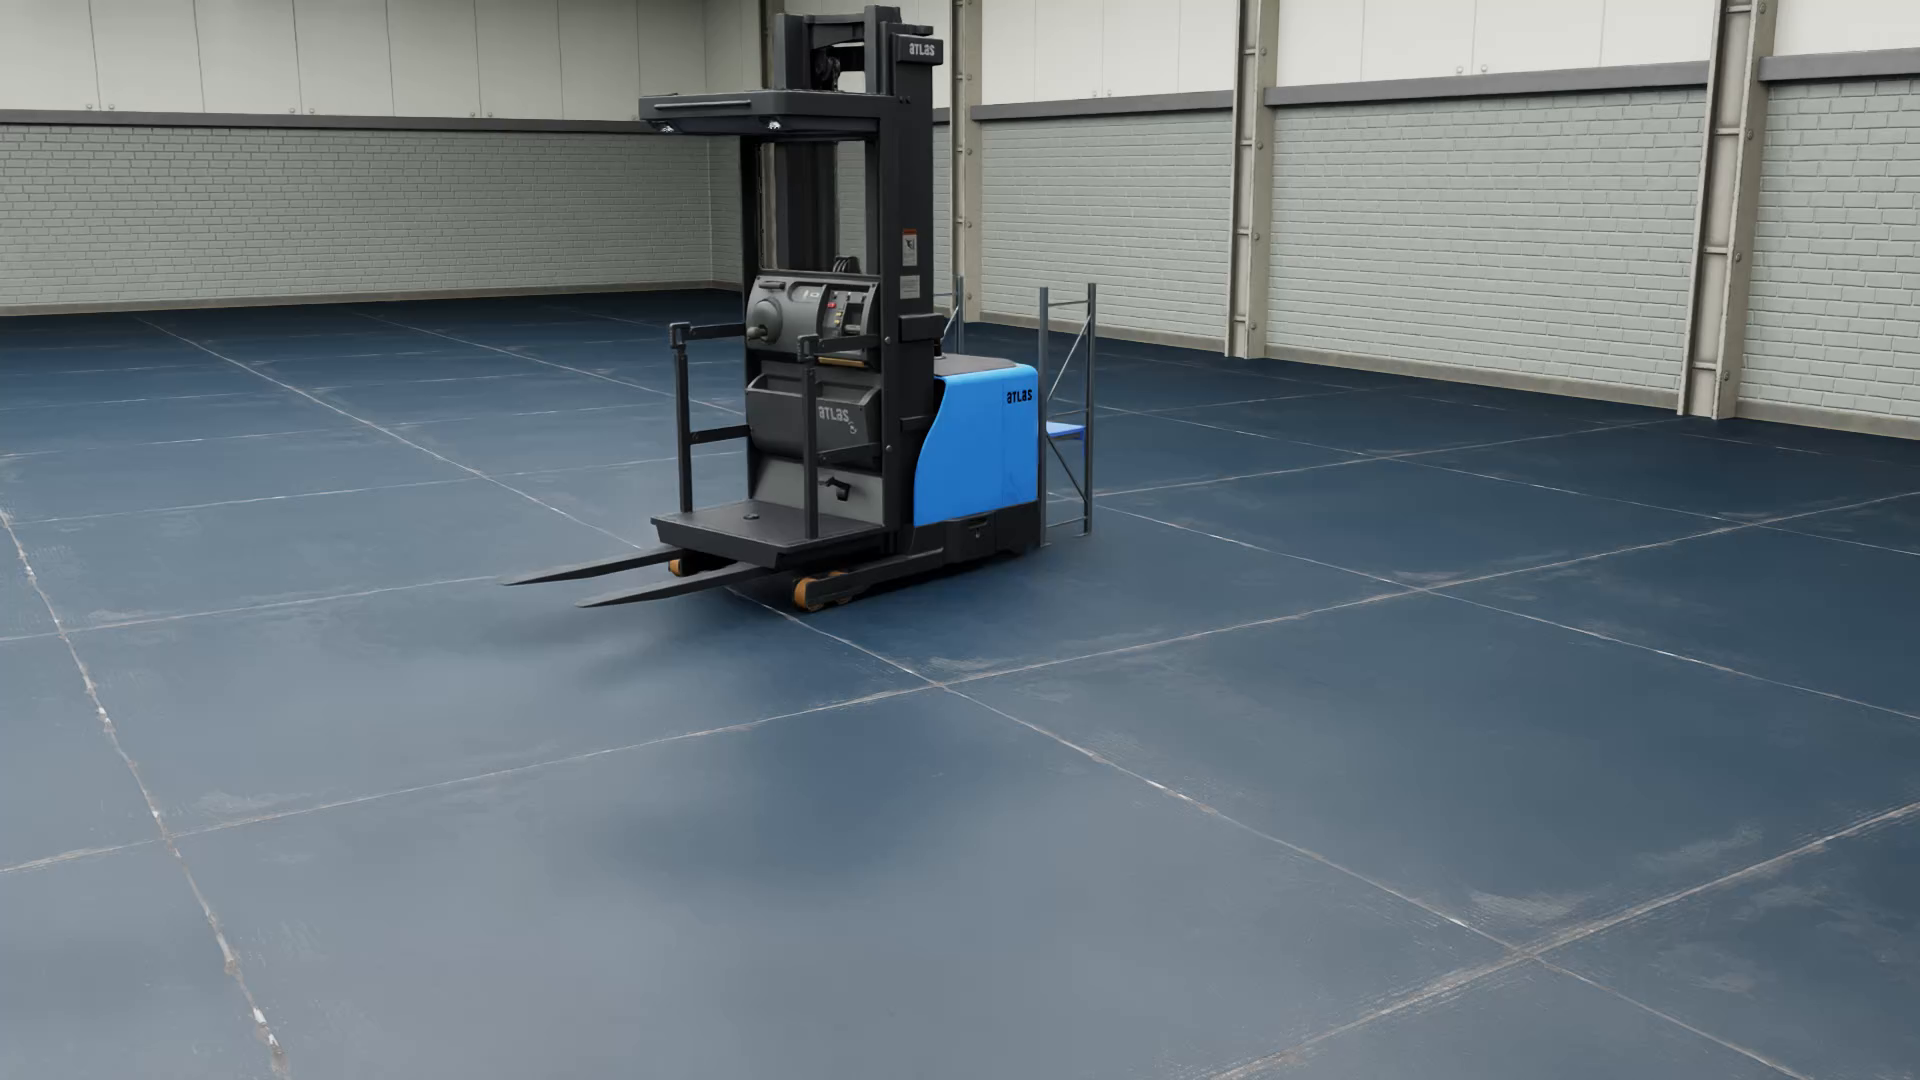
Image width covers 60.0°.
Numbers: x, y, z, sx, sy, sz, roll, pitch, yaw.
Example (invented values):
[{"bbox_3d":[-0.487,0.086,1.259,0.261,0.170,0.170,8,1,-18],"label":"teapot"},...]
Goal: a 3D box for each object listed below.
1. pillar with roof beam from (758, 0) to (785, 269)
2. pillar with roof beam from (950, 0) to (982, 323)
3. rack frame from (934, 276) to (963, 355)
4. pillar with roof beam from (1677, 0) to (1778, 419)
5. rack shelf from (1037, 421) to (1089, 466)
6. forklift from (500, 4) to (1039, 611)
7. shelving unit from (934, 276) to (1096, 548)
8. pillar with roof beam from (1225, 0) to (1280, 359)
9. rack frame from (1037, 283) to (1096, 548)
[{"bbox_3d":[-6.824,-8.211,26.344,9.100,9.000,0.400,-8,15,-33],"label":"pillar with roof beam"},{"bbox_3d":[-3.500,-7.144,21.465,9.100,9.000,0.400,-8,15,-33],"label":"pillar with roof beam"},{"bbox_3d":[-0.153,-0.871,10.333,0.032,1.500,0.500,10,16,39],"label":"rack frame"},{"bbox_3d":[3.149,-5.010,11.705,9.100,9.000,0.400,-8,15,-33],"label":"pillar with roof beam"},{"bbox_3d":[0.234,-0.625,10.049,1.000,0.185,0.538,10,16,39],"label":"rack shelf"},{"bbox_3d":[-0.916,-1.202,8.496,1.130,2.935,3.031,11,17,41],"label":"forklift"},{"bbox_3d":[0.234,-0.800,10.011,1.048,1.500,0.538,10,16,39],"label":"shelving unit"},{"bbox_3d":[-0.175,-6.077,16.585,9.100,9.000,0.400,-8,15,-33],"label":"pillar with roof beam"},{"bbox_3d":[0.620,-0.730,9.688,0.032,1.500,0.500,10,16,39],"label":"rack frame"}]
